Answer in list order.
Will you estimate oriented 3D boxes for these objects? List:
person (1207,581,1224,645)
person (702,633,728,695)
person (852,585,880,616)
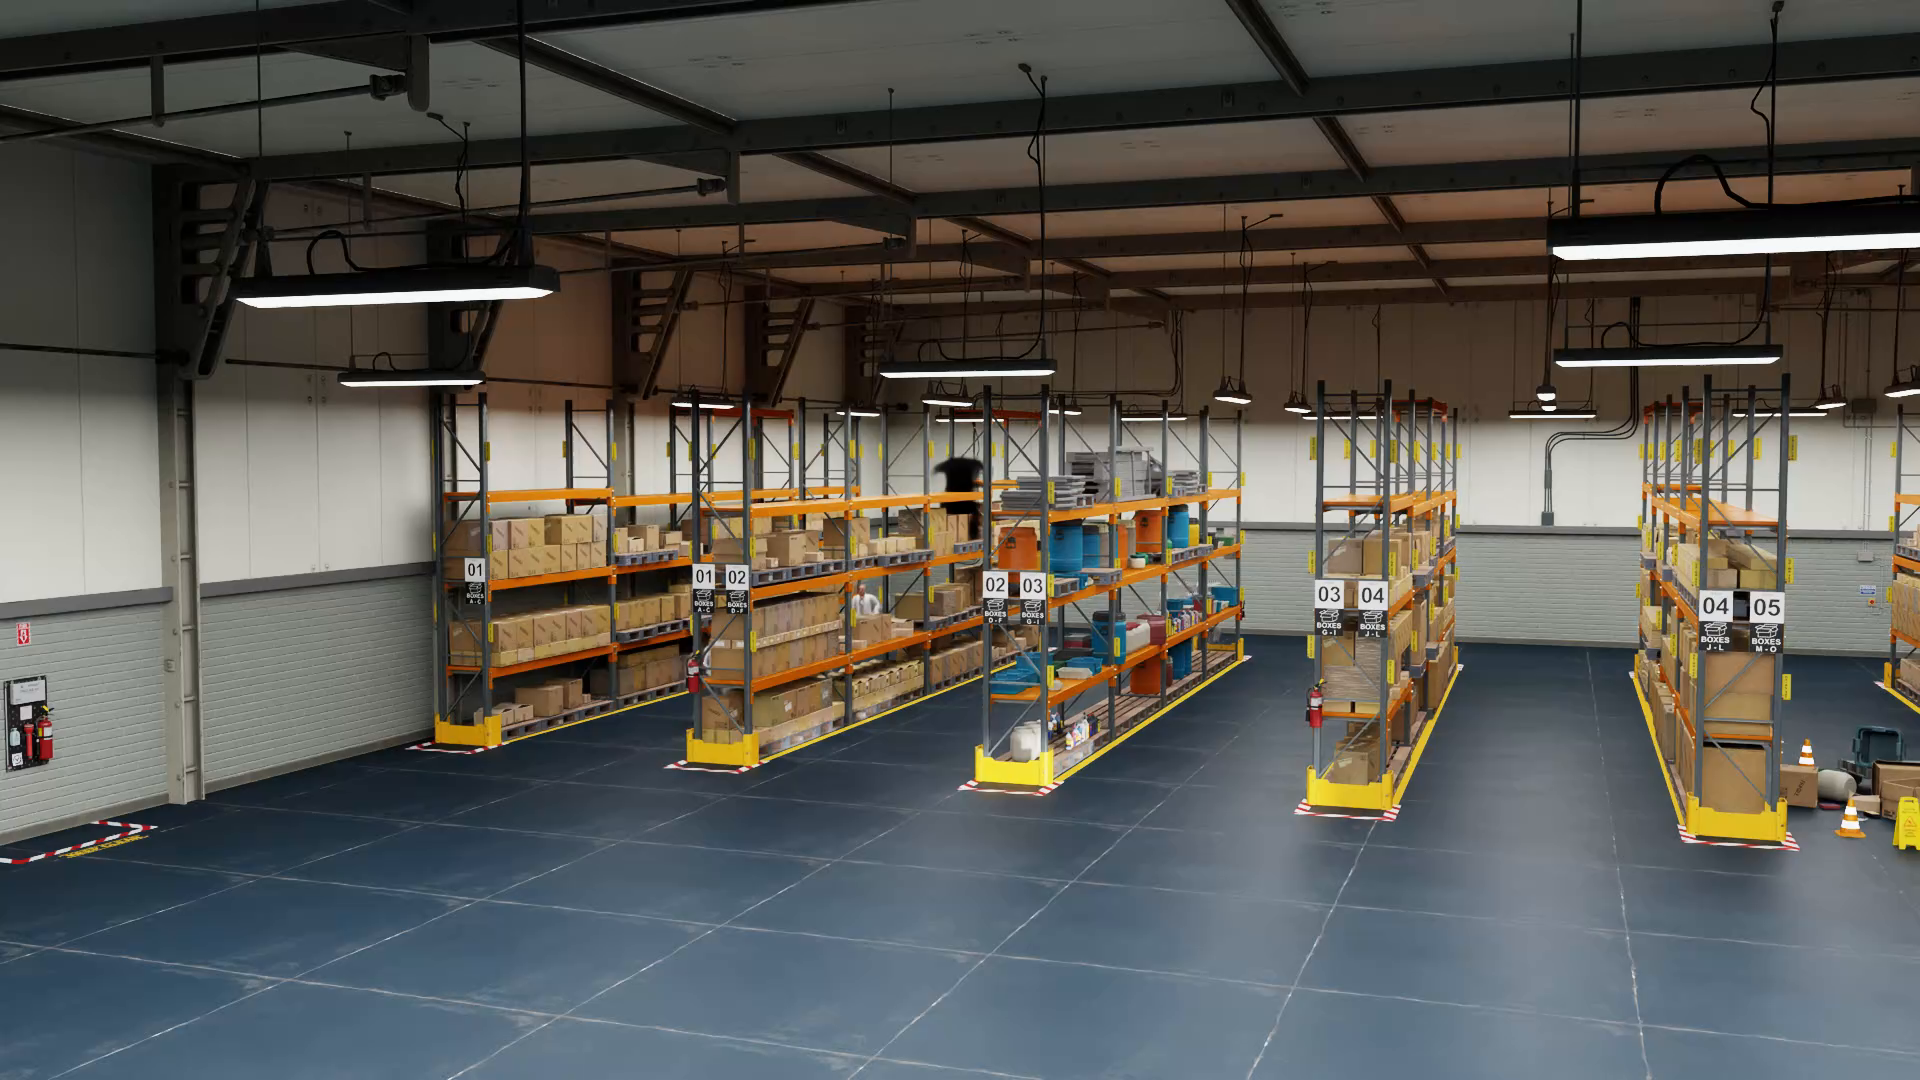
[{"bbox_3d":[6.288,1.899,41.198,1.007,1.761,0.658,2,4,31],"label":"person"},{"bbox_3d":[-4.548,2.562,31.167,0.545,1.694,0.806,0,3,-4],"label":"person"},{"bbox_3d":[-2.357,1.970,40.427,0.663,1.780,0.849,1,3,18],"label":"person"}]
